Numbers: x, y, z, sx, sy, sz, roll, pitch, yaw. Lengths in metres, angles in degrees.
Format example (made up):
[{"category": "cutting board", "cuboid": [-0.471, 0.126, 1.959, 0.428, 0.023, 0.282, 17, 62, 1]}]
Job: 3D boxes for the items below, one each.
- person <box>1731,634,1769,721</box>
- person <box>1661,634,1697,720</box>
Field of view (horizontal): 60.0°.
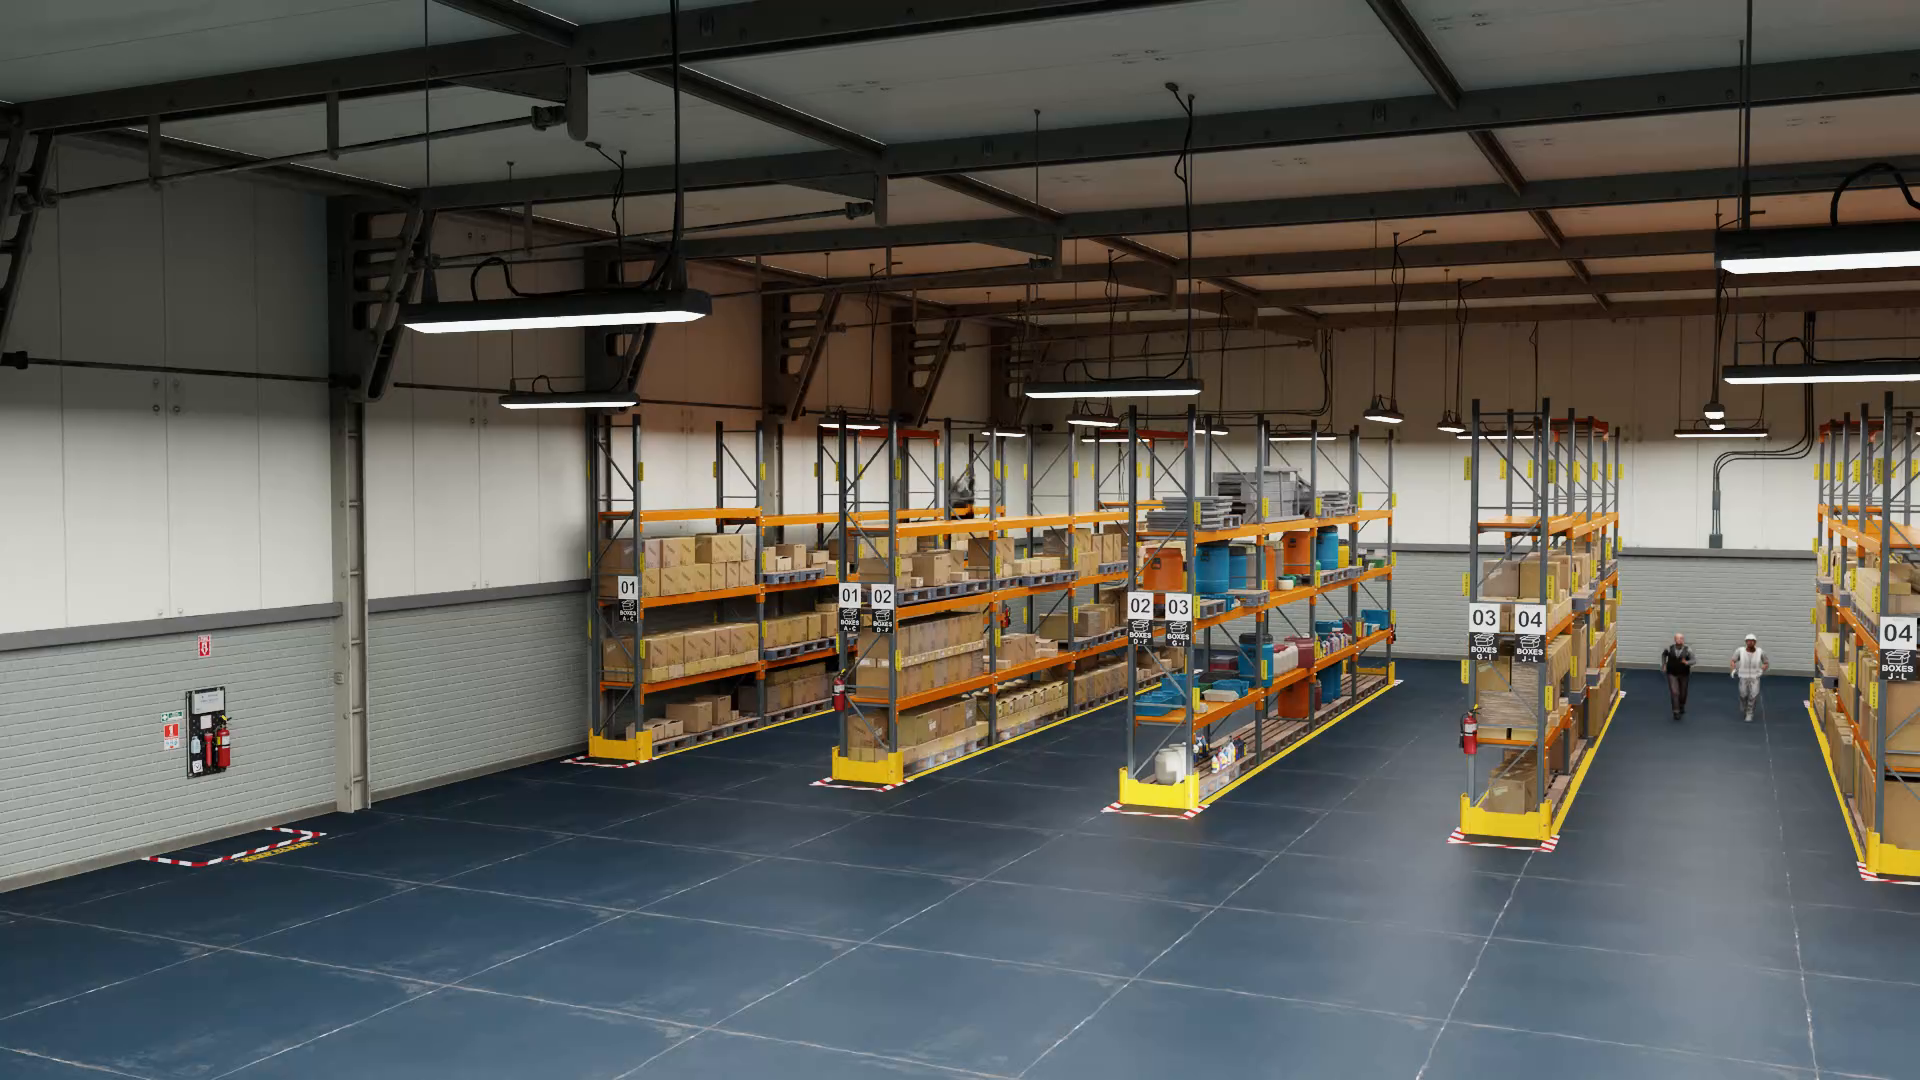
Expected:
[{"category": "person", "cuboid": [15.916, 2.769, 33.504, 0.700, 1.743, 0.601, 1, 3, 24]}, {"category": "person", "cuboid": [14.508, 2.736, 33.576, 0.657, 1.705, 0.952, 1, 3, 22]}]
